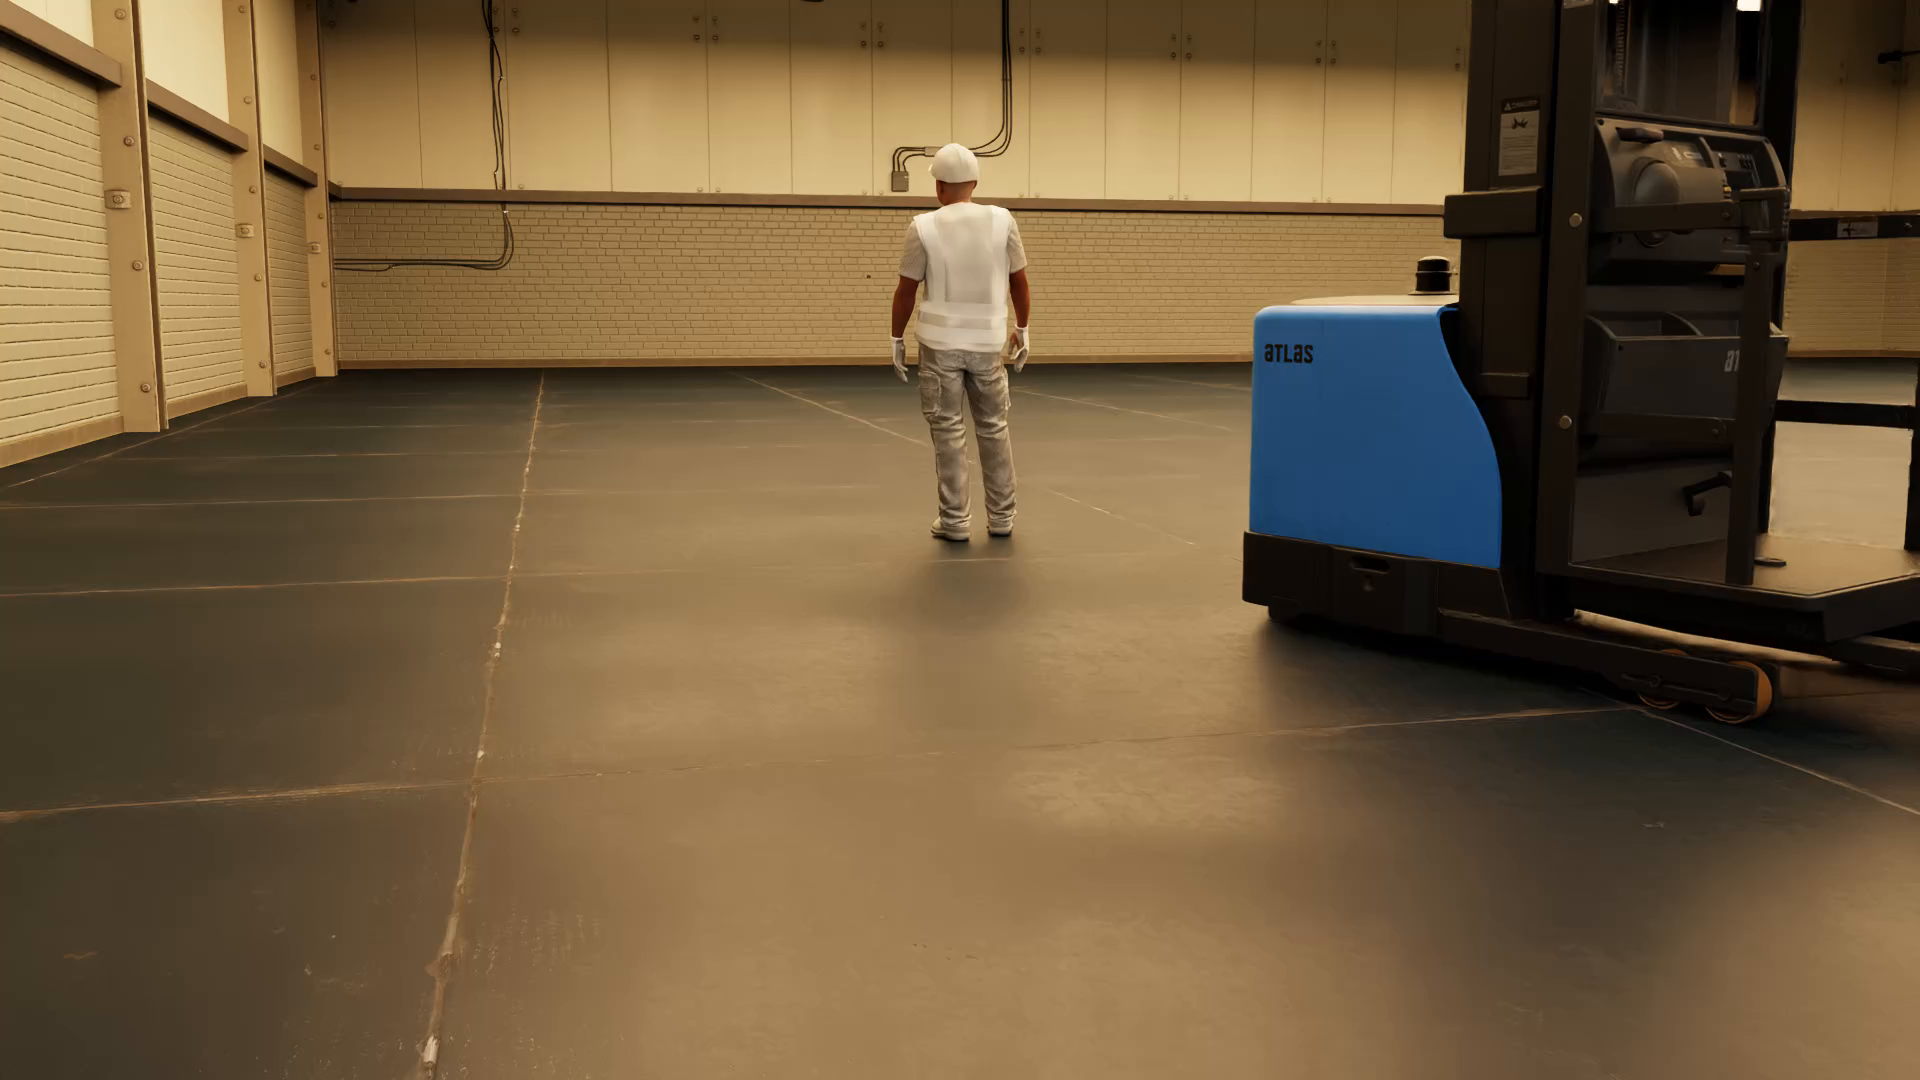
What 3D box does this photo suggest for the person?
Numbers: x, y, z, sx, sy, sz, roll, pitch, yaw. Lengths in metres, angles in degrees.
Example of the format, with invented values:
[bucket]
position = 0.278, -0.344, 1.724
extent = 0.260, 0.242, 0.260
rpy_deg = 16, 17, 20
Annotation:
[person]
position = -0.009, -0.901, 7.654
extent = 0.657, 1.785, 0.575
rpy_deg = -2, 8, -13

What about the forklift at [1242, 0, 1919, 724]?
[forklift]
position = 2.251, -1.051, 4.645
extent = 1.130, 2.935, 3.031
rpy_deg = -6, 10, -36
